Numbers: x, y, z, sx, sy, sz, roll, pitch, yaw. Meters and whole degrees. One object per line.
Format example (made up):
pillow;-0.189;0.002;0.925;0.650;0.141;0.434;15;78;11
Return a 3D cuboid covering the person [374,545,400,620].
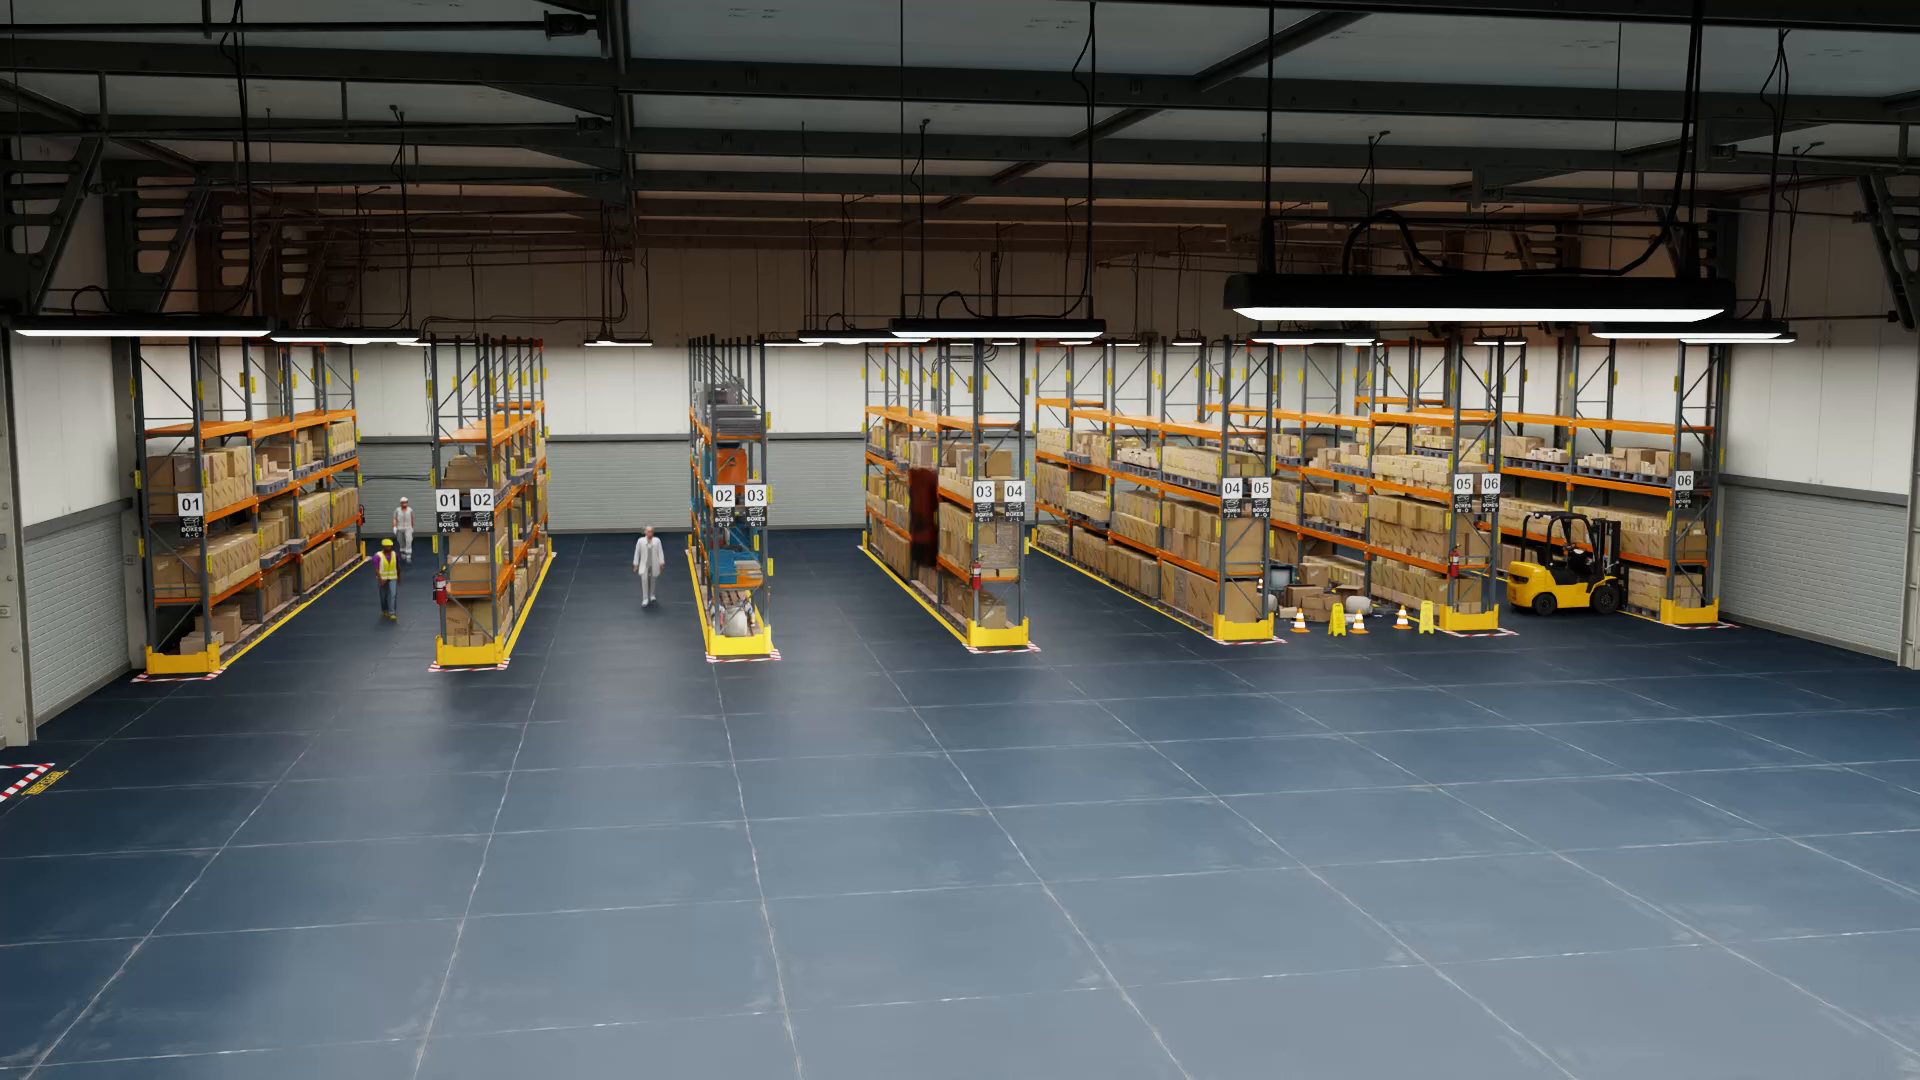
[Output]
person;-12.119;0.843;35.234;0.550;1.667;1.023;-3;7;-26

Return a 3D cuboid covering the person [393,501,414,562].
person;-14.948;-0.257;44.673;0.523;1.680;1.055;-2;7;-15

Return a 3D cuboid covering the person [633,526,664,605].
person;-7.013;0.557;37.426;0.699;1.711;1.102;-1;7;-10

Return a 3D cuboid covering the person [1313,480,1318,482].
person;11.162;-1.064;52.110;0.967;1.633;0.433;-2;7;-17
